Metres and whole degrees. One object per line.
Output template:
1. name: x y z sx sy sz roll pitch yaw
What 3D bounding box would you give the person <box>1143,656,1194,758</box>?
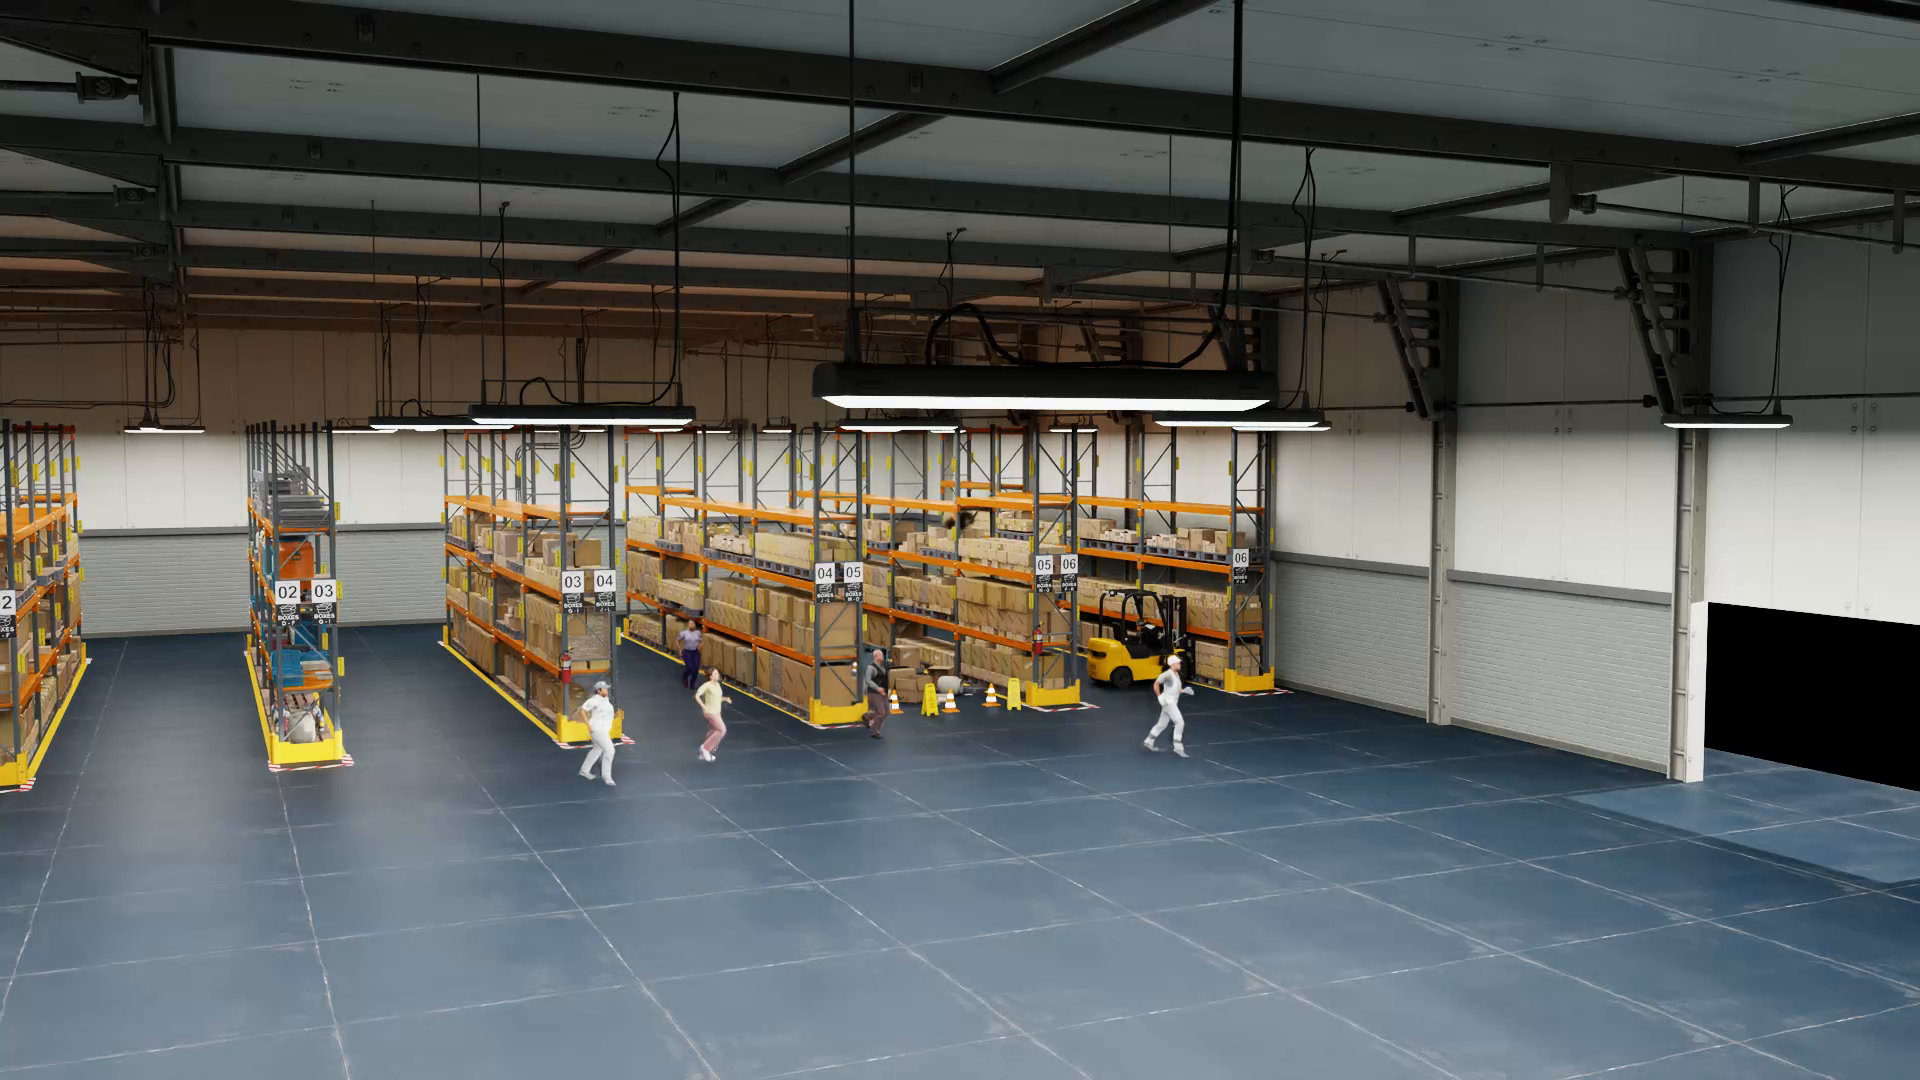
1. person: 3.732 2.976 29.803 0.912 1.831 0.574 1 4 15

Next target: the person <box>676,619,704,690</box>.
1. person: -6.018 2.585 37.331 0.606 1.600 0.556 -2 4 -27

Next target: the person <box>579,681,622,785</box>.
1. person: -5.965 3.191 27.499 0.755 1.729 0.589 0 4 6

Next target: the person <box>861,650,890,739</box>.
1. person: -1.596 2.917 31.542 0.662 1.698 0.680 2 4 29

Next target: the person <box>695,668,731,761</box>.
1. person: -4.326 3.061 29.308 0.589 1.636 0.559 1 4 17
